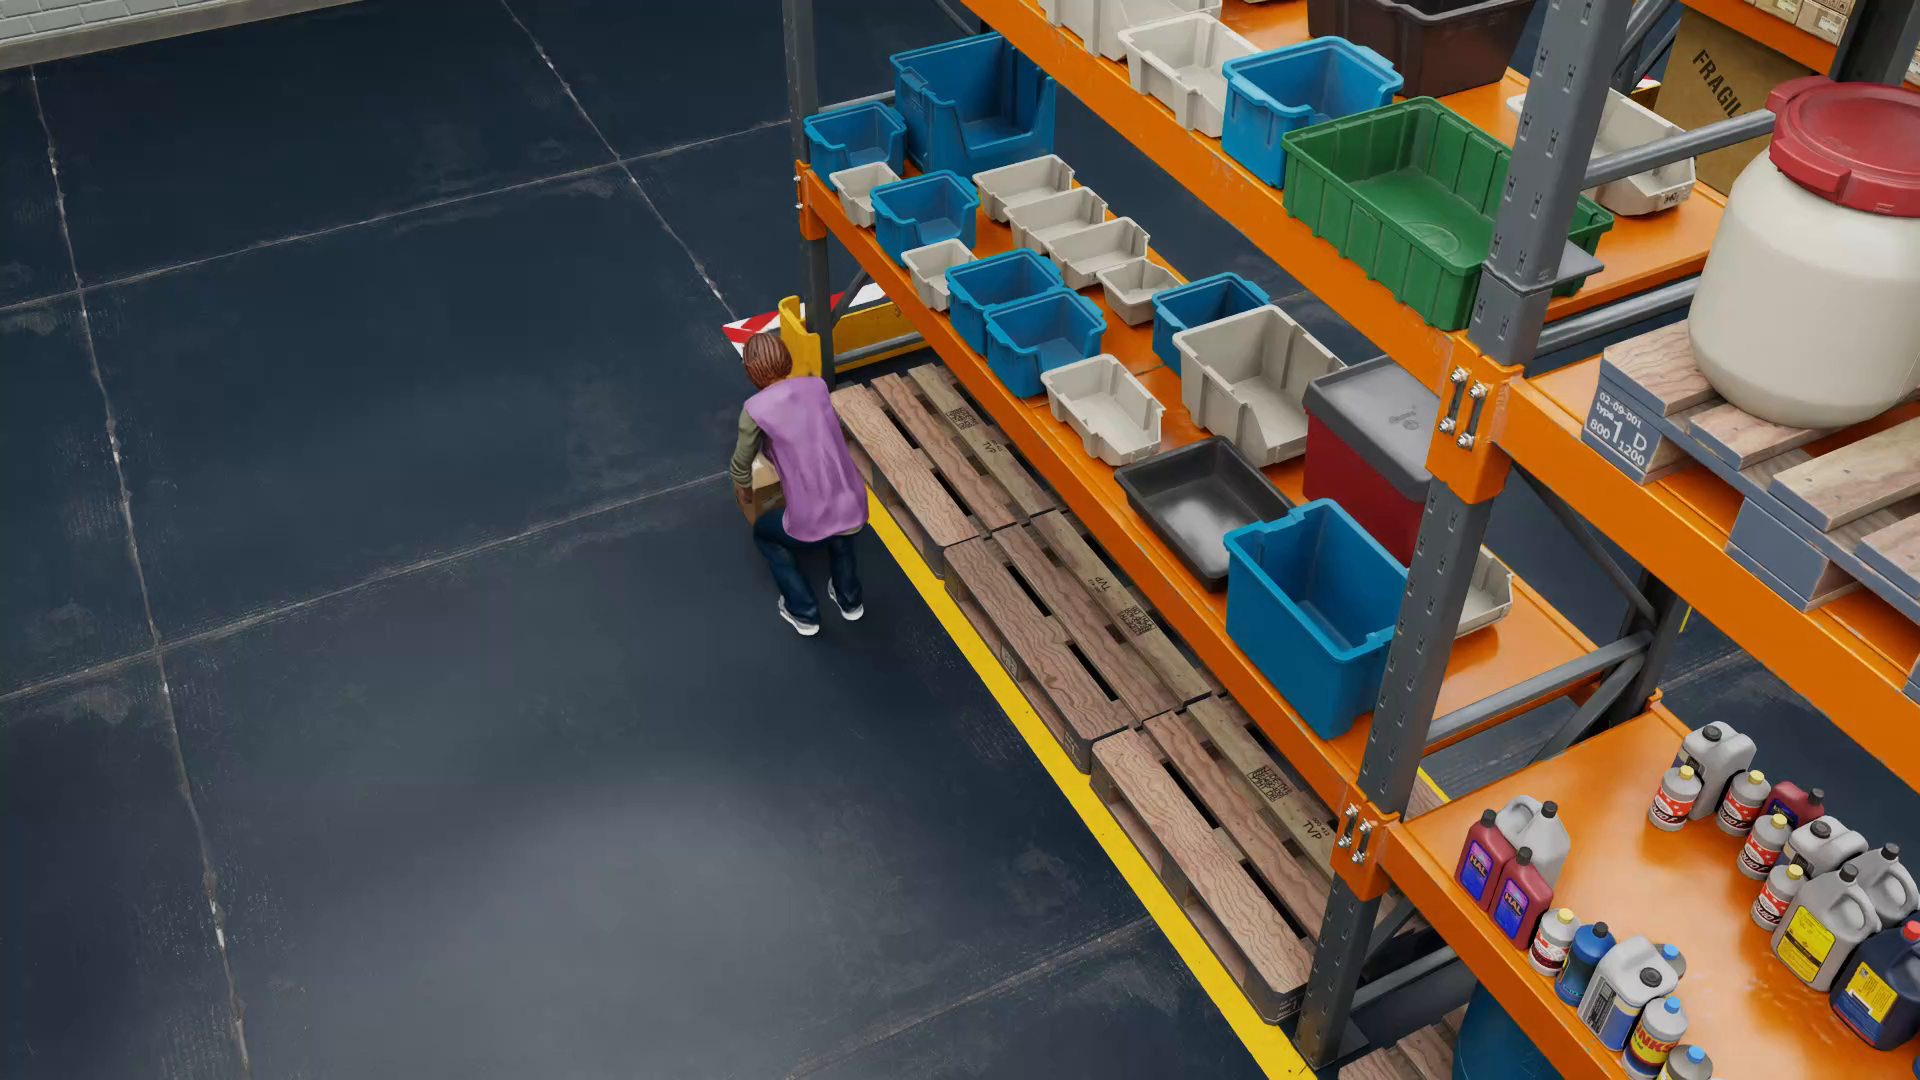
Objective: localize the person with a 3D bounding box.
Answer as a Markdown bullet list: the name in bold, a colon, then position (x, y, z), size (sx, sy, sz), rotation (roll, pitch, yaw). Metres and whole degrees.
- **person**: position (-0.641, -0.172, 6.639), size (0.463, 1.230, 0.685), rotation (-19, 45, -20)
